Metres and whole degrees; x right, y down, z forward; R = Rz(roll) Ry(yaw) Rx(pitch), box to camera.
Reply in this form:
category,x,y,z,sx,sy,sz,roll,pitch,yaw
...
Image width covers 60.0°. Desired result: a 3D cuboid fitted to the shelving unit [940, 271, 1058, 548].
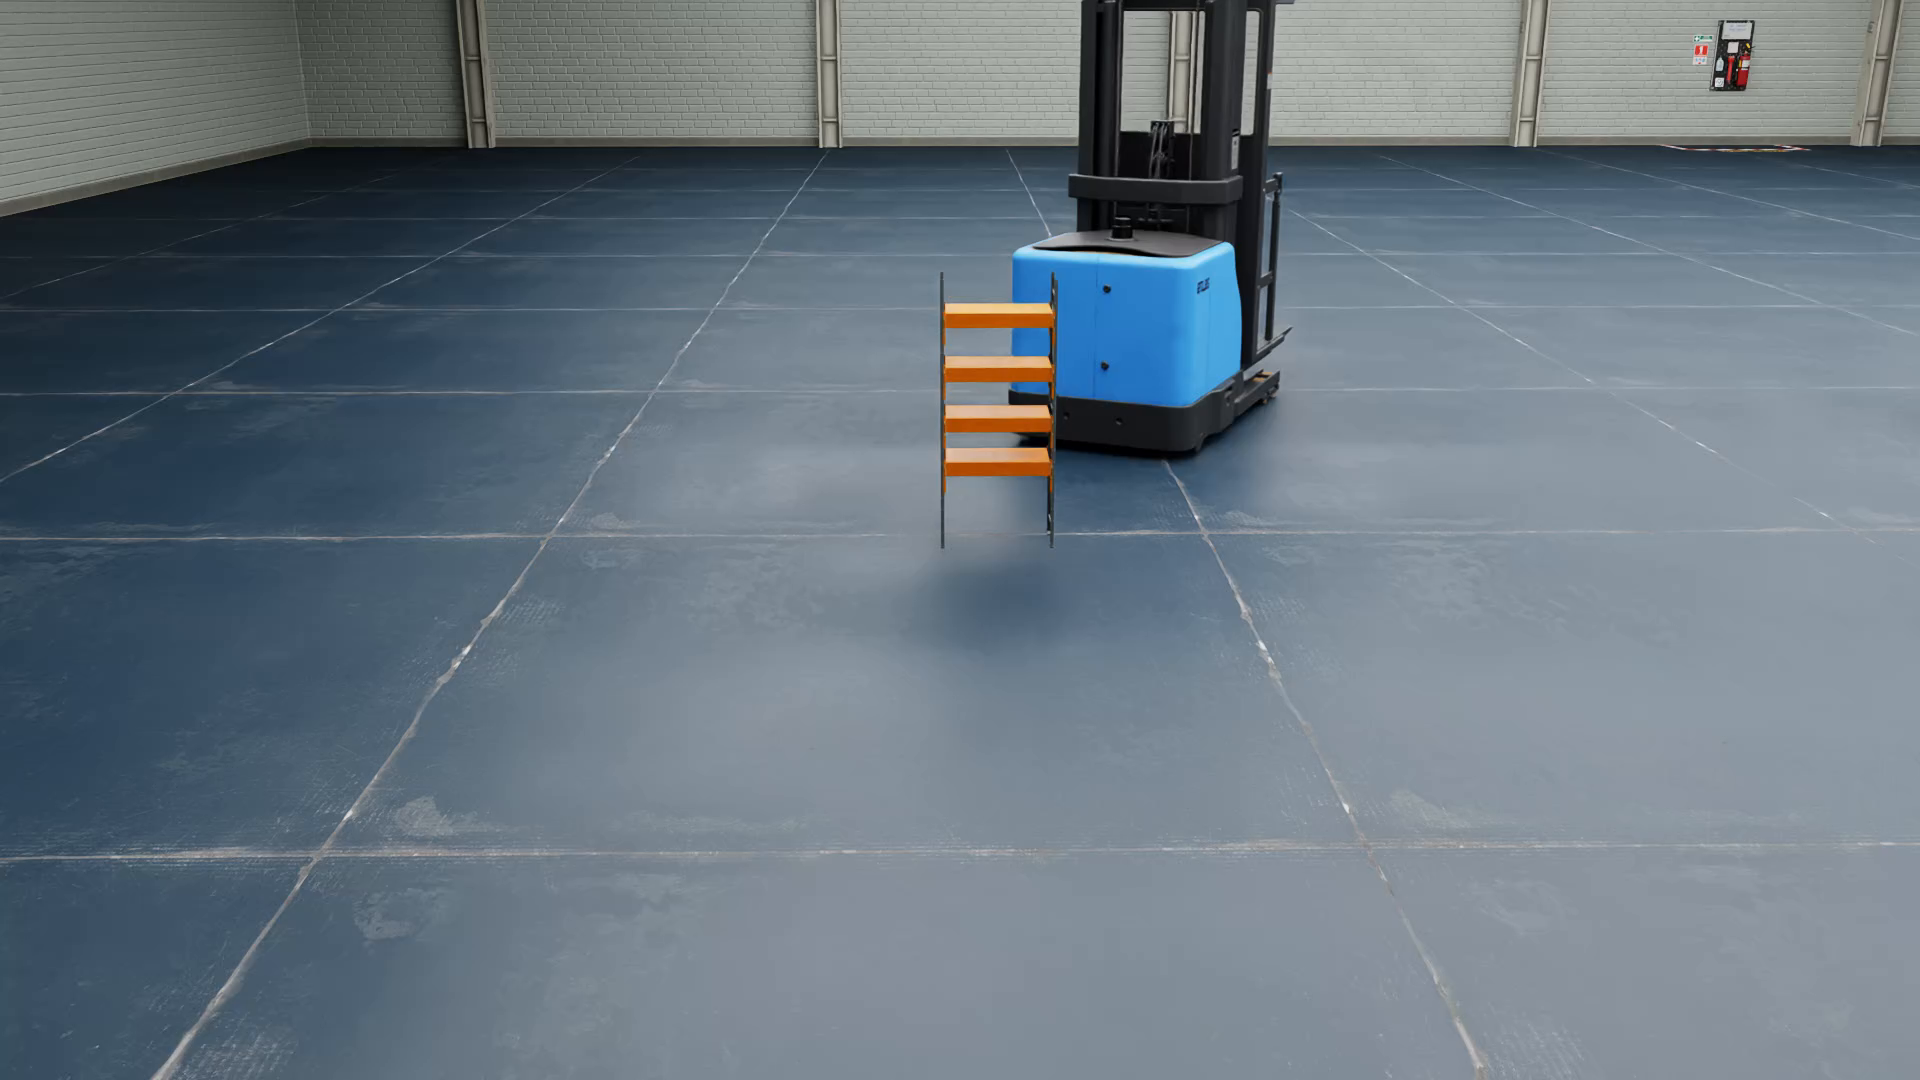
category,x,y,z,sx,sy,sz,roll,pitch,yaw
shelving unit,0.166,-0.572,7.367,0.503,1.200,0.258,0,18,-1

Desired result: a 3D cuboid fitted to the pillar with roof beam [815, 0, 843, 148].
category,x,y,z,sx,sy,sz,roll,pitch,yaw
pillar with roof beam,-2.157,-9.762,23.247,0.400,9.000,9.100,0,18,-1

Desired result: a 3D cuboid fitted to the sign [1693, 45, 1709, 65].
category,x,y,z,sx,sy,sz,roll,pitch,yaw
sign,12.747,-8.353,28.616,0.234,0.329,0.001,0,18,-1

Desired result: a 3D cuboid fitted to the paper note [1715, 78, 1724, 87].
category,x,y,z,sx,sy,sz,roll,pitch,yaw
paper note,13.123,-7.907,28.729,0.142,0.148,0.016,0,18,-1

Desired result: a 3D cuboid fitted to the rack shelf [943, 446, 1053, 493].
category,x,y,z,sx,sy,sz,roll,pitch,yaw
rack shelf,0.166,-0.319,7.448,0.480,0.148,0.258,0,18,-1

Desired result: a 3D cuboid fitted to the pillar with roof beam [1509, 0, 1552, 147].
category,x,y,z,sx,sy,sz,roll,pitch,yaw
pillar with roof beam,9.842,-9.820,23.427,0.400,9.000,9.100,0,18,-1

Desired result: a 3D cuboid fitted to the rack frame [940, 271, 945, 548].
category,x,y,z,sx,sy,sz,roll,pitch,yaw
rack frame,-0.078,-0.571,7.363,0.015,1.200,0.240,0,18,-1

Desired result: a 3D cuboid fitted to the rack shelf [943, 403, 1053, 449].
category,x,y,z,sx,sy,sz,roll,pitch,yaw
rack shelf,0.166,-0.508,7.387,0.480,0.148,0.258,0,18,-1

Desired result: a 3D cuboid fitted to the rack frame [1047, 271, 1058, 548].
category,x,y,z,sx,sy,sz,roll,pitch,yaw
rack frame,0.409,-0.573,7.370,0.015,1.200,0.240,0,18,-1

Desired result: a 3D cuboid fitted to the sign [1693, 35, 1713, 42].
category,x,y,z,sx,sy,sz,roll,pitch,yaw
sign,12.752,-8.602,28.527,0.331,0.109,0.001,0,18,-1

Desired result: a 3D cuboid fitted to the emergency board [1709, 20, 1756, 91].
category,x,y,z,sx,sy,sz,roll,pitch,yaw
emergency board,13.302,-8.307,28.532,0.643,1.169,0.194,0,18,-1

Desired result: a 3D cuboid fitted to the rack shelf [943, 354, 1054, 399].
category,x,y,z,sx,sy,sz,roll,pitch,yaw
rack shelf,0.166,-0.721,7.319,0.480,0.148,0.258,0,18,-1

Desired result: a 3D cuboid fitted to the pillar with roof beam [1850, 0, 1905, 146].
category,x,y,z,sx,sy,sz,roll,pitch,yaw
pillar with roof beam,15.841,-9.849,23.517,0.400,9.000,9.100,0,18,-1

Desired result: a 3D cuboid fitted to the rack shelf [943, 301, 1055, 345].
category,x,y,z,sx,sy,sz,roll,pitch,yaw
rack shelf,0.166,-0.946,7.247,0.480,0.148,0.258,0,18,-1

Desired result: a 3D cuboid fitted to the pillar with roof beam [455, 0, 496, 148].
category,x,y,z,sx,sy,sz,roll,pitch,yaw
pillar with roof beam,-8.156,-9.733,23.157,0.400,9.000,9.100,0,18,-1

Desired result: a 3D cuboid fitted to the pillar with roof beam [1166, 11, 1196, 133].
category,x,y,z,sx,sy,sz,roll,pitch,yaw
pillar with roof beam,3.842,-9.791,23.337,0.400,9.000,9.100,0,18,-1

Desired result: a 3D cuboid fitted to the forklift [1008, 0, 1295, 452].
category,x,y,z,sx,sy,sz,roll,pitch,yaw
forklift,1.334,-2.269,9.823,1.130,2.935,3.031,8,19,23
